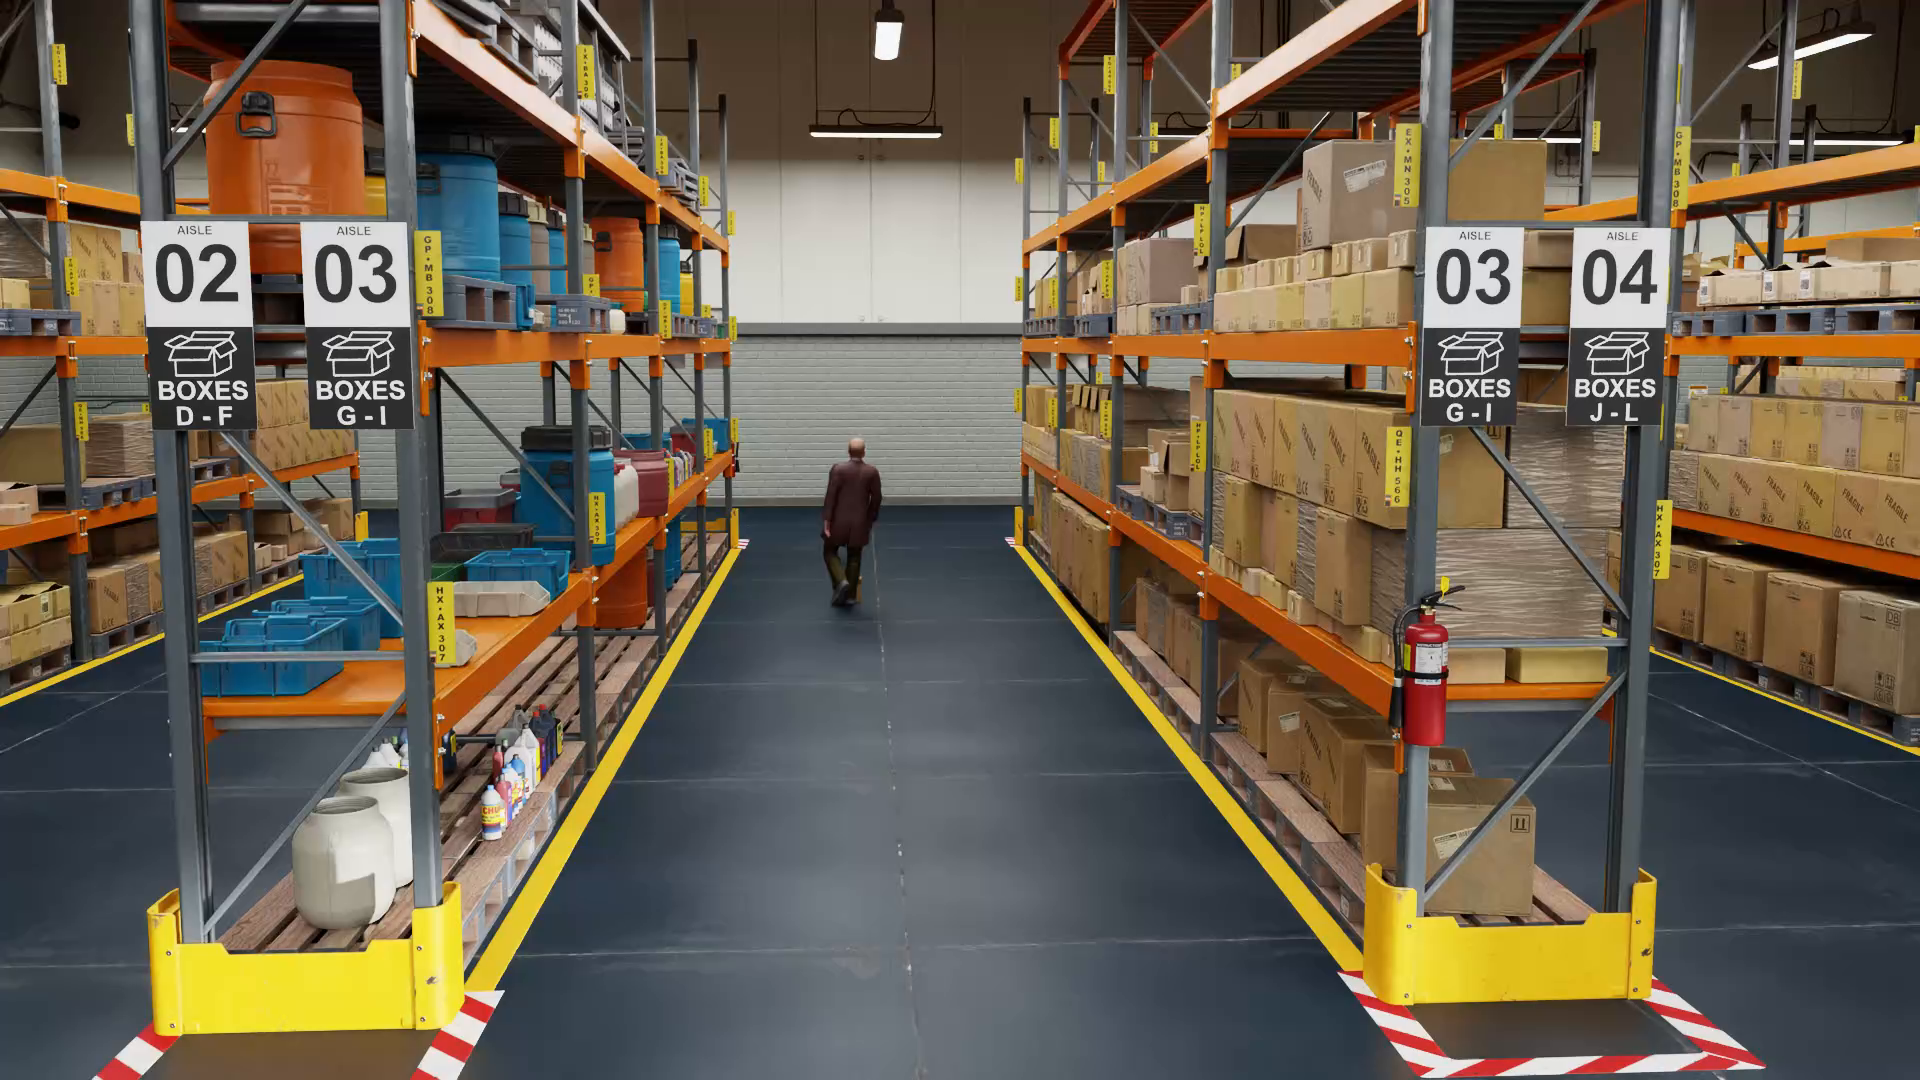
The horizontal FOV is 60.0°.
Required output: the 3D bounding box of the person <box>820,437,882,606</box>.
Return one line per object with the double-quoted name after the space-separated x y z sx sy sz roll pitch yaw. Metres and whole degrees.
-1.150 -0.191 17.348 0.636 1.773 0.694 -2 7 -15 "person"
